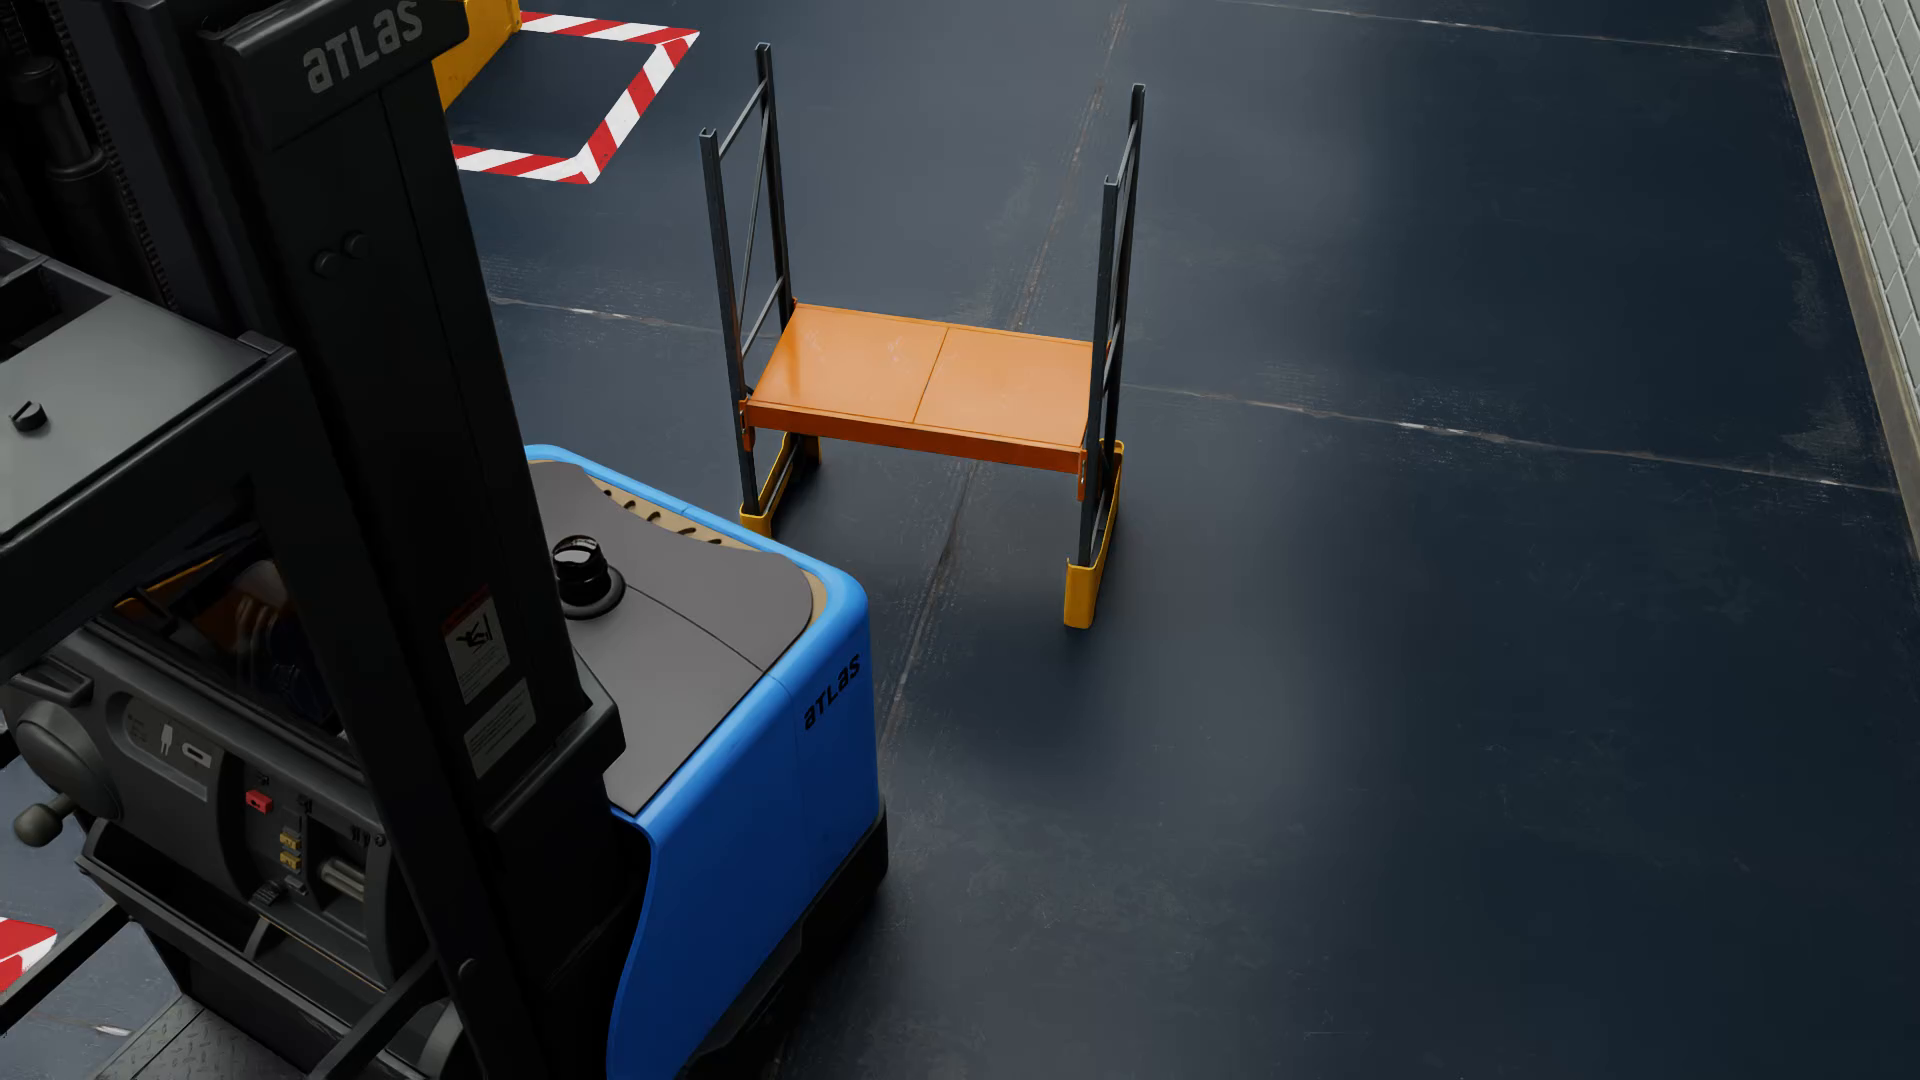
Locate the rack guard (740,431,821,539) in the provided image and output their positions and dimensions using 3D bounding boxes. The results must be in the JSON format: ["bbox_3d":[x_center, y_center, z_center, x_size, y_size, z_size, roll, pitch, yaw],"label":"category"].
[{"bbox_3d":[-0.560,-0.177,5.254,0.087,0.250,0.587,9,45,9],"label":"rack guard"}]

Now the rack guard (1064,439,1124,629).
[{"bbox_3d":[0.412,-0.026,5.097,0.087,0.250,0.587,9,45,9],"label":"rack guard"}]

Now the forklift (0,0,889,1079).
[{"bbox_3d":[-1.373,0.513,2.603,1.130,2.935,3.031,23,48,22],"label":"forklift"}]

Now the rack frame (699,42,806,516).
[{"bbox_3d":[-0.579,-0.630,4.823,0.032,1.500,0.500,9,45,9],"label":"rack frame"}]

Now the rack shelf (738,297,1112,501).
[{"bbox_3d":[-0.083,-0.424,4.868,1.000,0.185,0.538,9,45,9],"label":"rack shelf"}]

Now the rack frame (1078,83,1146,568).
[{"bbox_3d":[0.413,-0.476,4.663,0.032,1.500,0.500,9,45,9],"label":"rack frame"}]

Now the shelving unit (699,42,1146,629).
[{"bbox_3d":[-0.074,-0.552,4.742,1.083,1.500,0.587,9,45,9],"label":"shelving unit"}]

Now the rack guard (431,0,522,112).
[{"bbox_3d":[-2.319,-2.236,7.212,0.348,0.500,1.175,9,45,9],"label":"rack guard"}]
